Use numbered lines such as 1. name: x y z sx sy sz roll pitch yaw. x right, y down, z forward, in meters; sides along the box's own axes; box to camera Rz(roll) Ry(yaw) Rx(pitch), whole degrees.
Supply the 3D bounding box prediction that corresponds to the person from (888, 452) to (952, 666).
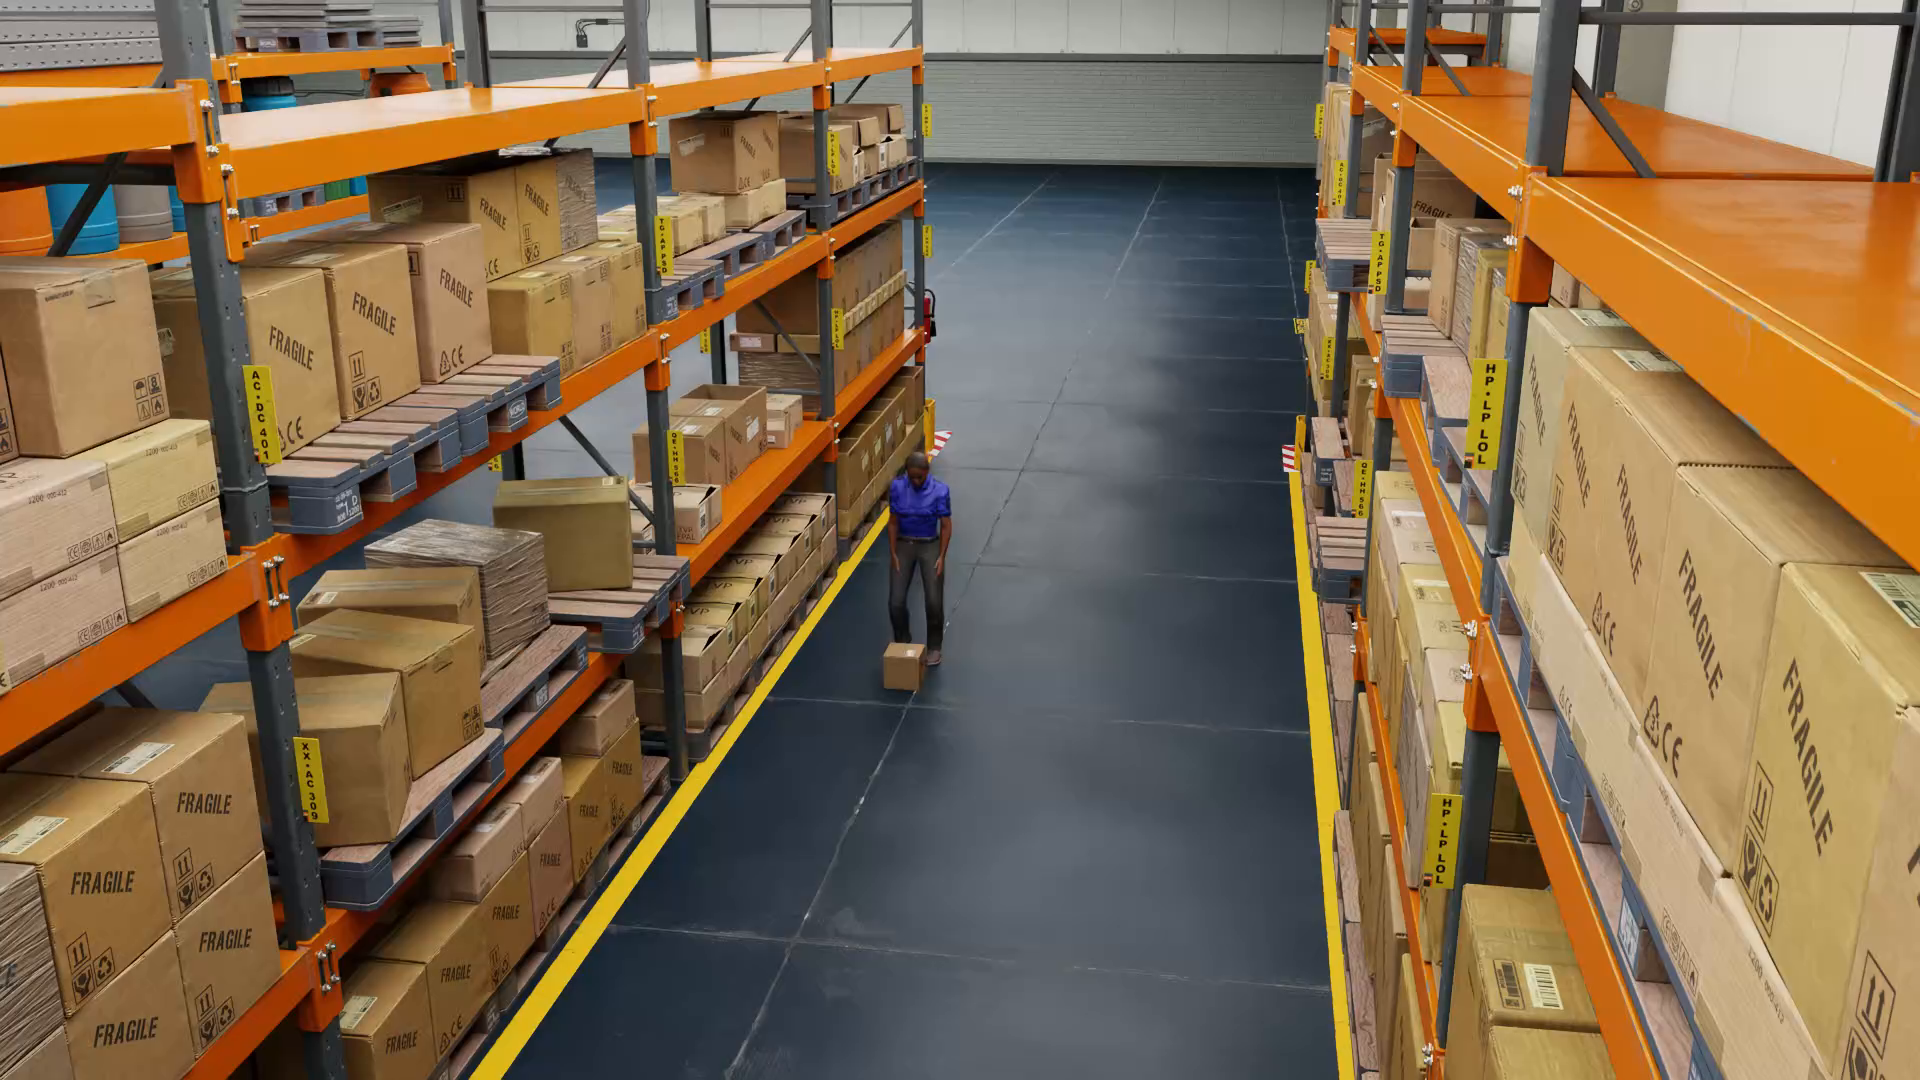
1. person: -0.281 0.112 11.855 0.465 1.588 0.411 4 18 11
